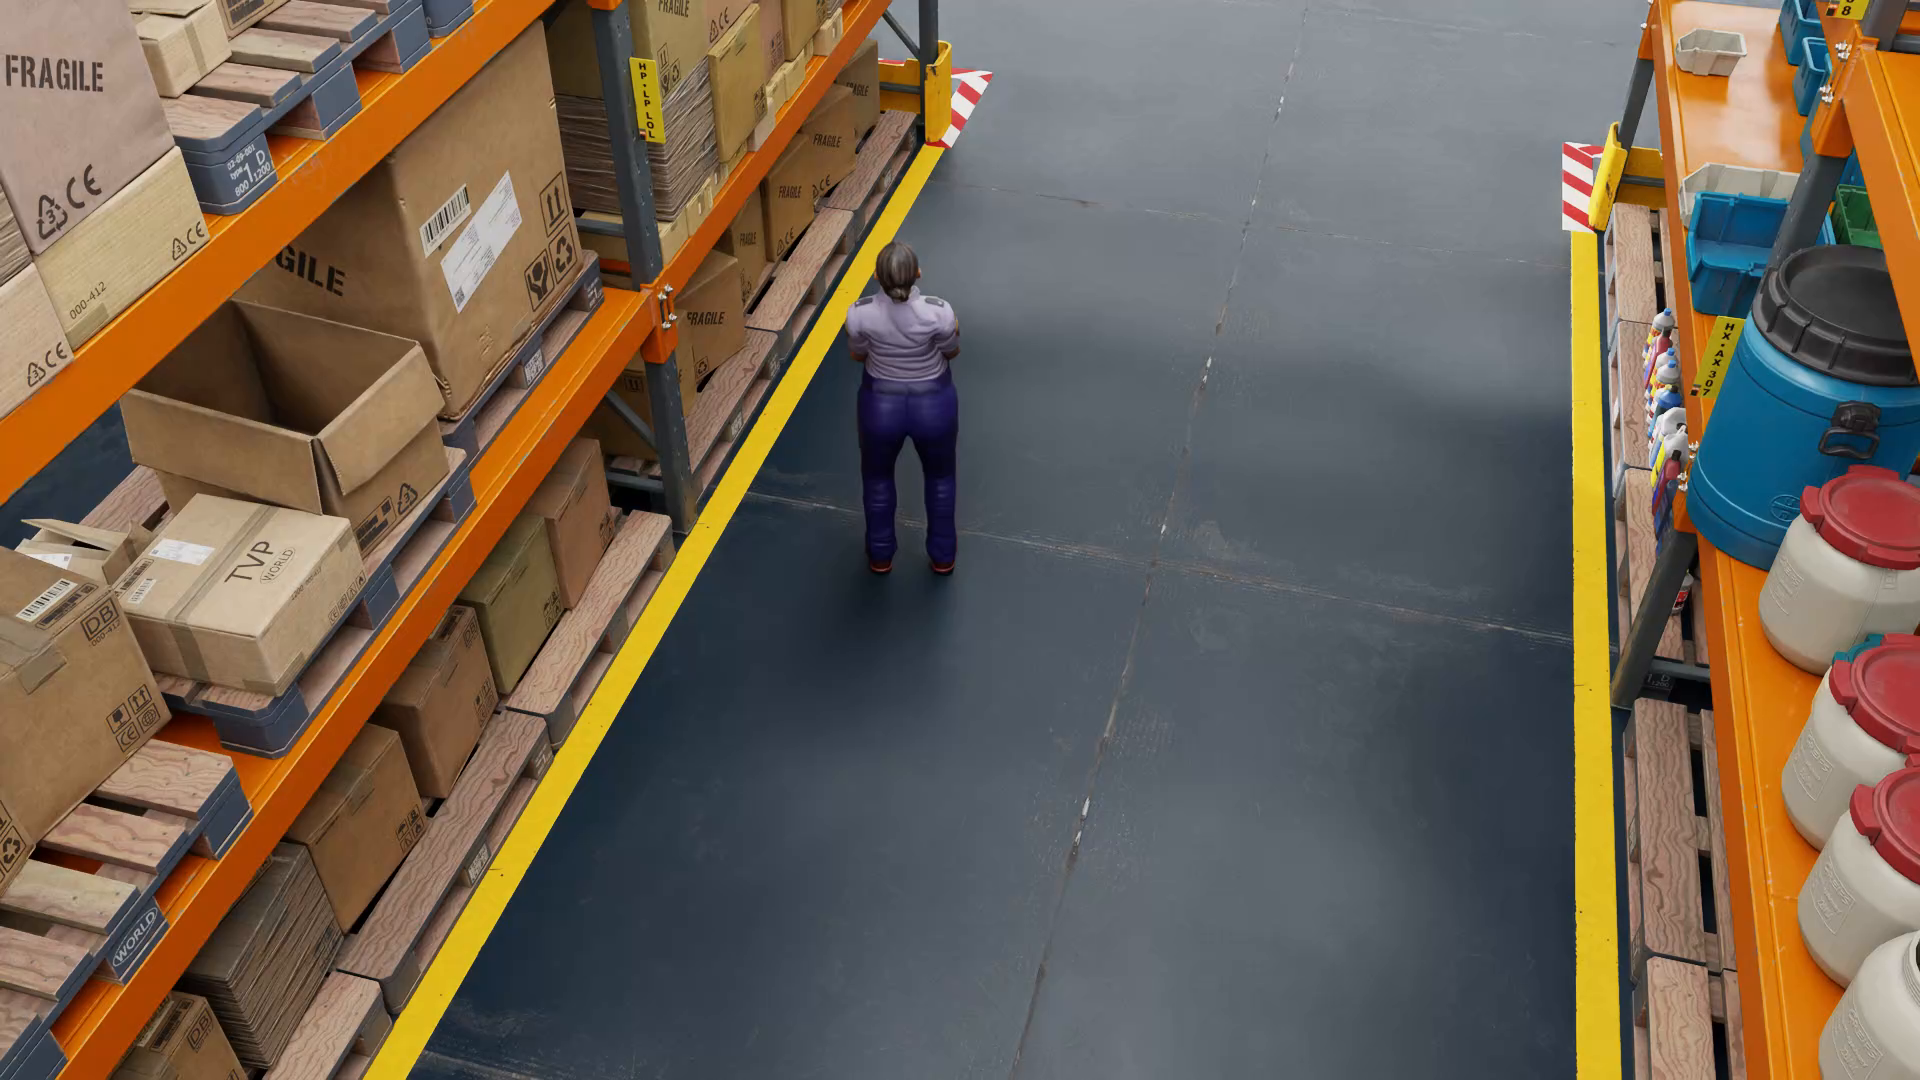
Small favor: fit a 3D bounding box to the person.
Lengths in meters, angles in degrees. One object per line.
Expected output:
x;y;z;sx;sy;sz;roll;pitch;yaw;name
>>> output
-0.225;-0.586;6.846;0.452;1.634;0.523;0;41;0;person
